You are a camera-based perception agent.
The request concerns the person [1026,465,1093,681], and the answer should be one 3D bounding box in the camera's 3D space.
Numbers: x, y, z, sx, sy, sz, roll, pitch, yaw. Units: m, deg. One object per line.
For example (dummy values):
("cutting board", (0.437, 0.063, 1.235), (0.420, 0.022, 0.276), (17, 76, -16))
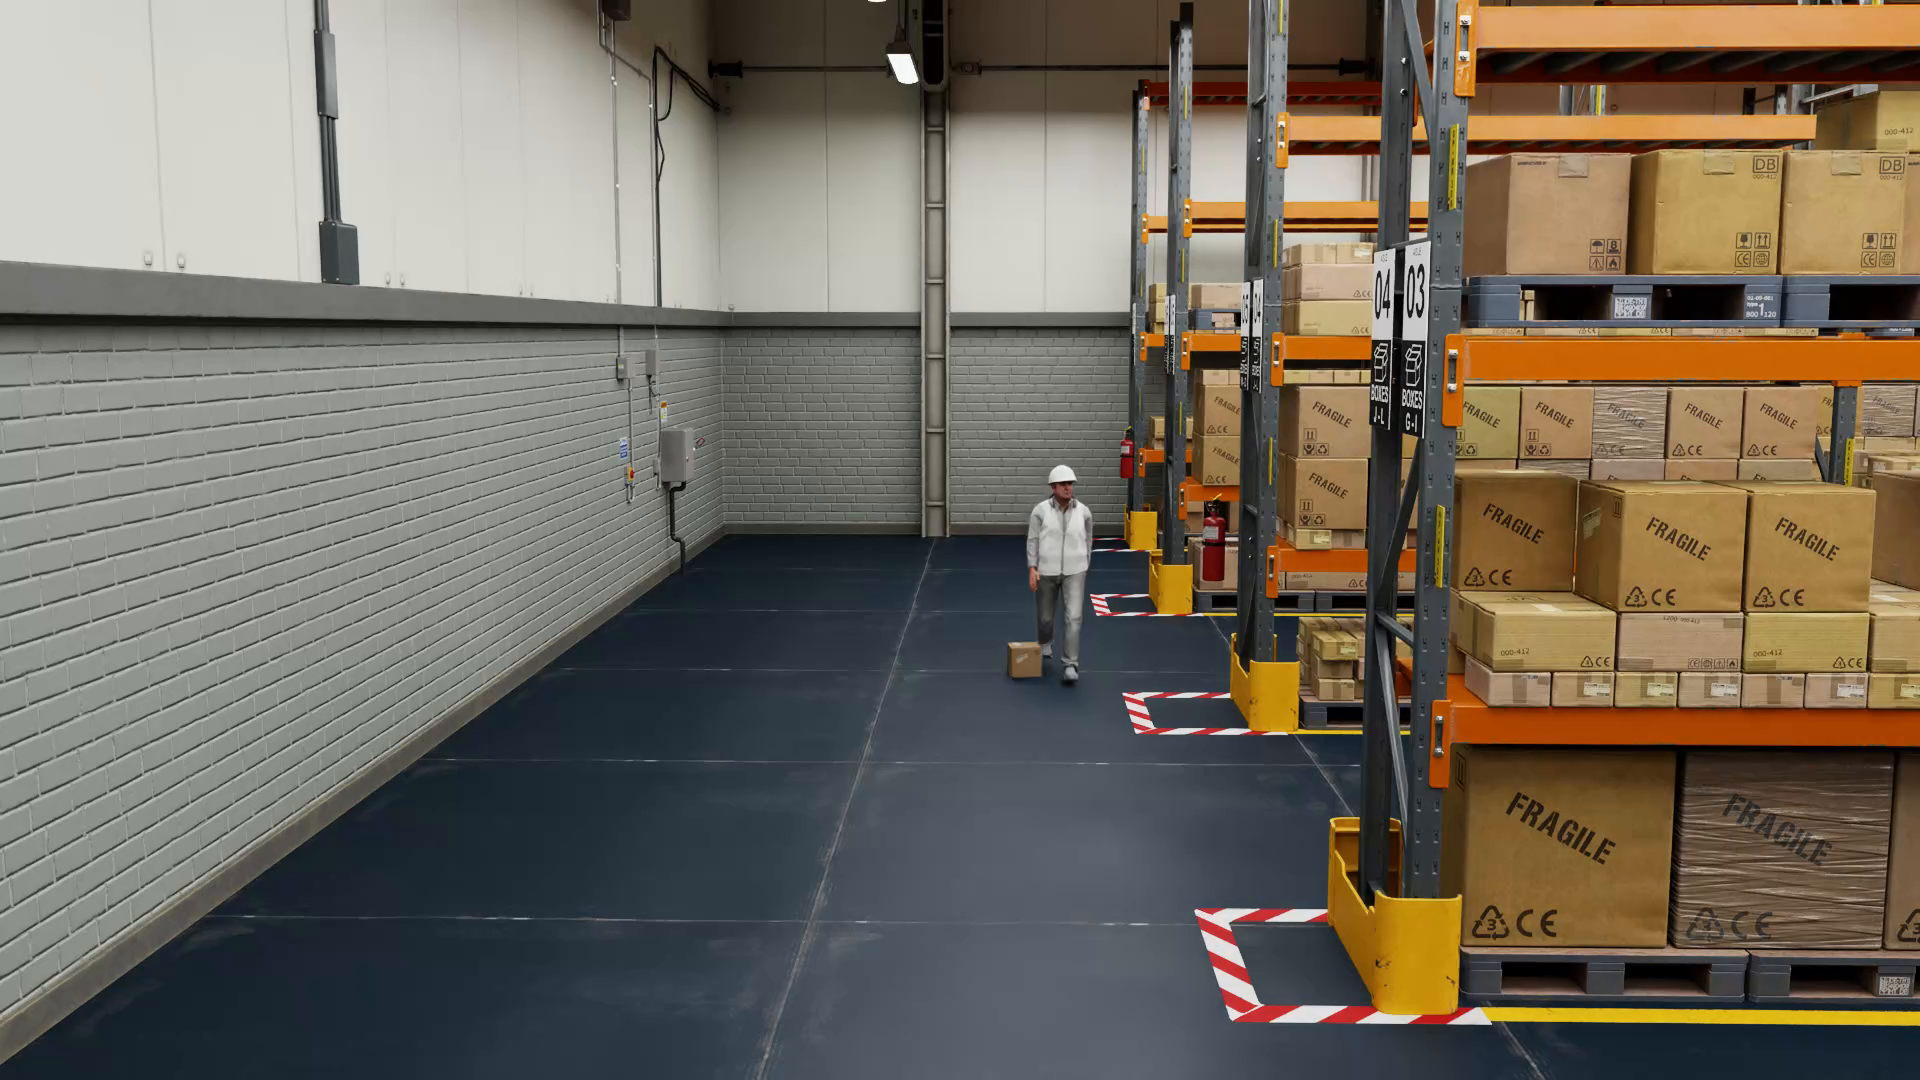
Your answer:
("person", (0.822, 0.246, 13.732), (0.557, 1.728, 1.030), (0, 7, -1))
